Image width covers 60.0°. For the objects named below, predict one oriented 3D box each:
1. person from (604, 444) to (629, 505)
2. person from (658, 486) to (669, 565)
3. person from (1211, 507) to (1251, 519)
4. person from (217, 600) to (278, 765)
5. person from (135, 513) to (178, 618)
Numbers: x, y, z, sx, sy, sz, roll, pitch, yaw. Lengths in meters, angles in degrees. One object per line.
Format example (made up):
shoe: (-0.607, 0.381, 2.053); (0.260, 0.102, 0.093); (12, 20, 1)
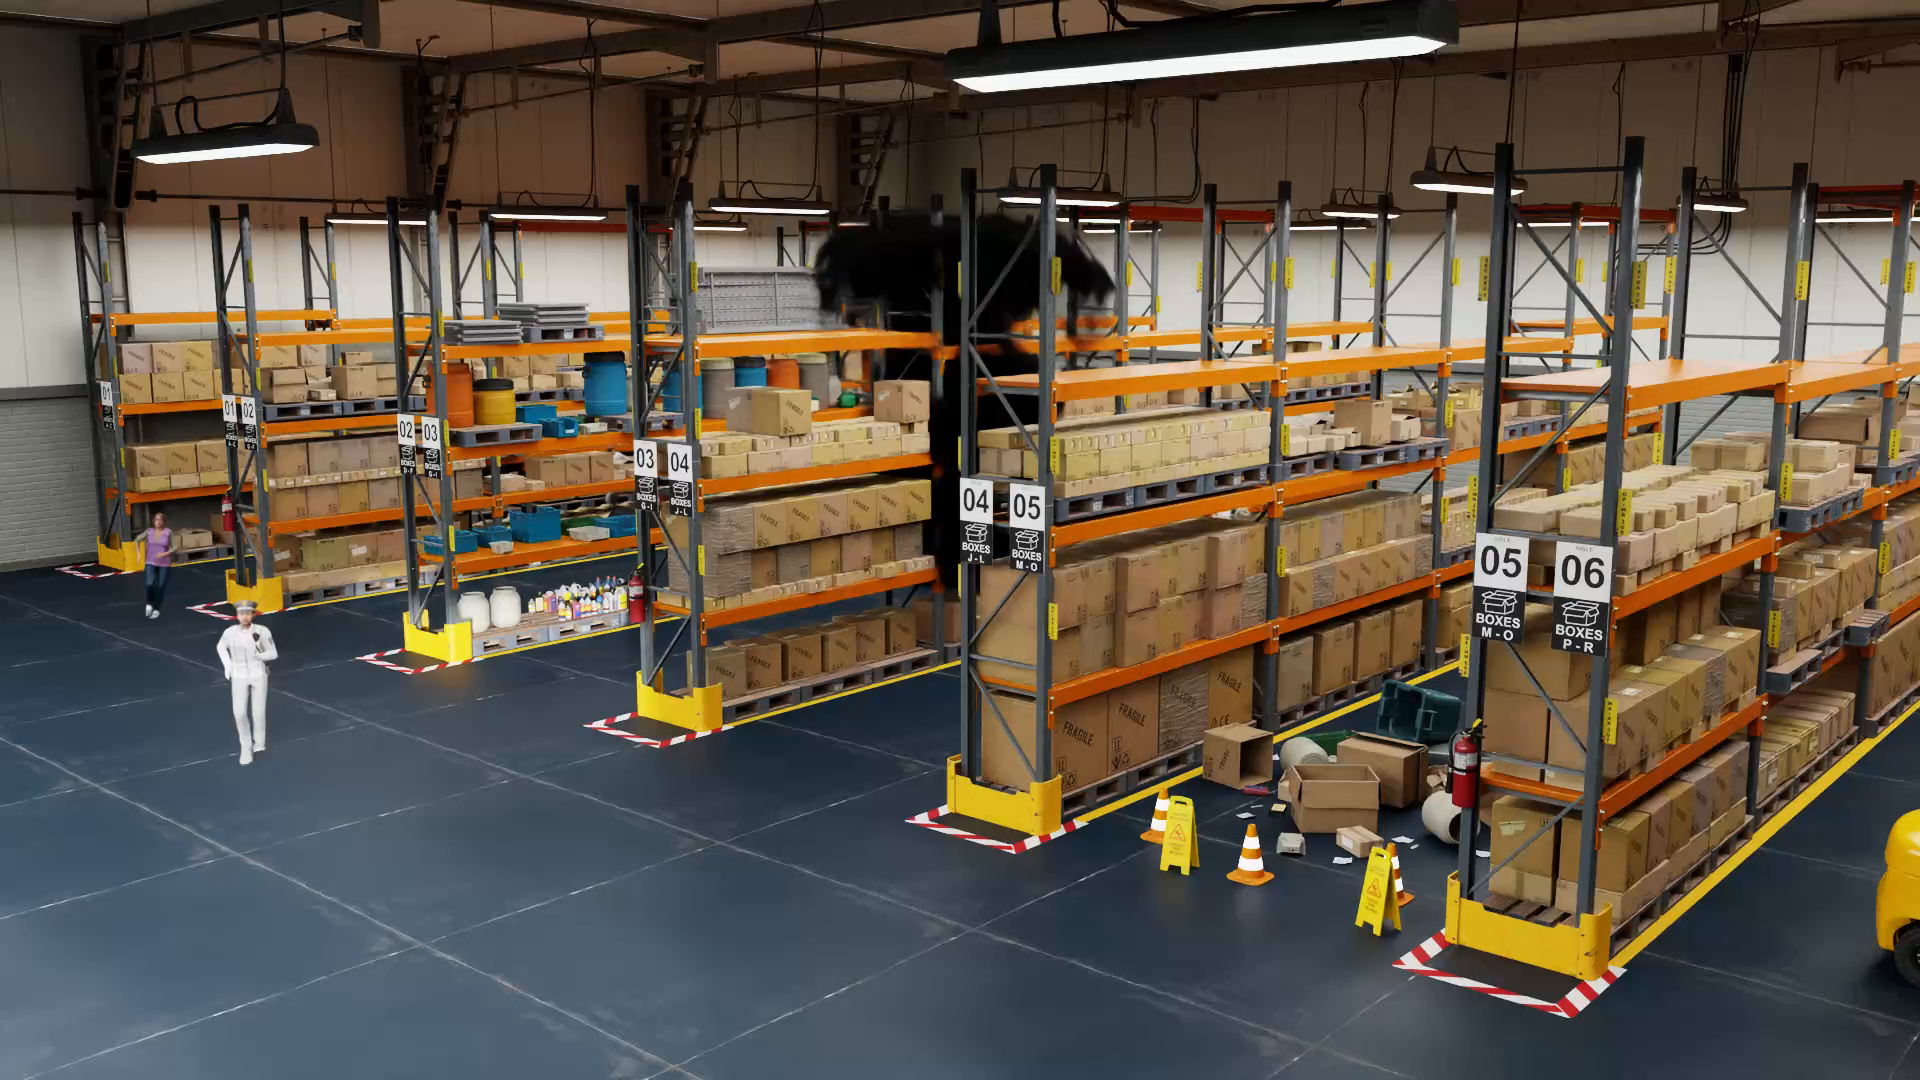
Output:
person: (-6.800, -1.106, 32.500); (0.641, 1.820, 0.740); (7, 12, 35)
person: (-4.880, -0.556, 27.642); (0.653, 1.890, 0.732); (8, 12, 38)
person: (3.870, 0.030, 24.124); (0.573, 1.732, 0.829); (7, 12, 36)
person: (-7.425, 1.474, 17.361); (0.592, 1.738, 0.665); (-3, 10, -20)
person: (-11.723, 0.379, 24.309); (0.555, 1.550, 0.544); (-5, 11, -27)
